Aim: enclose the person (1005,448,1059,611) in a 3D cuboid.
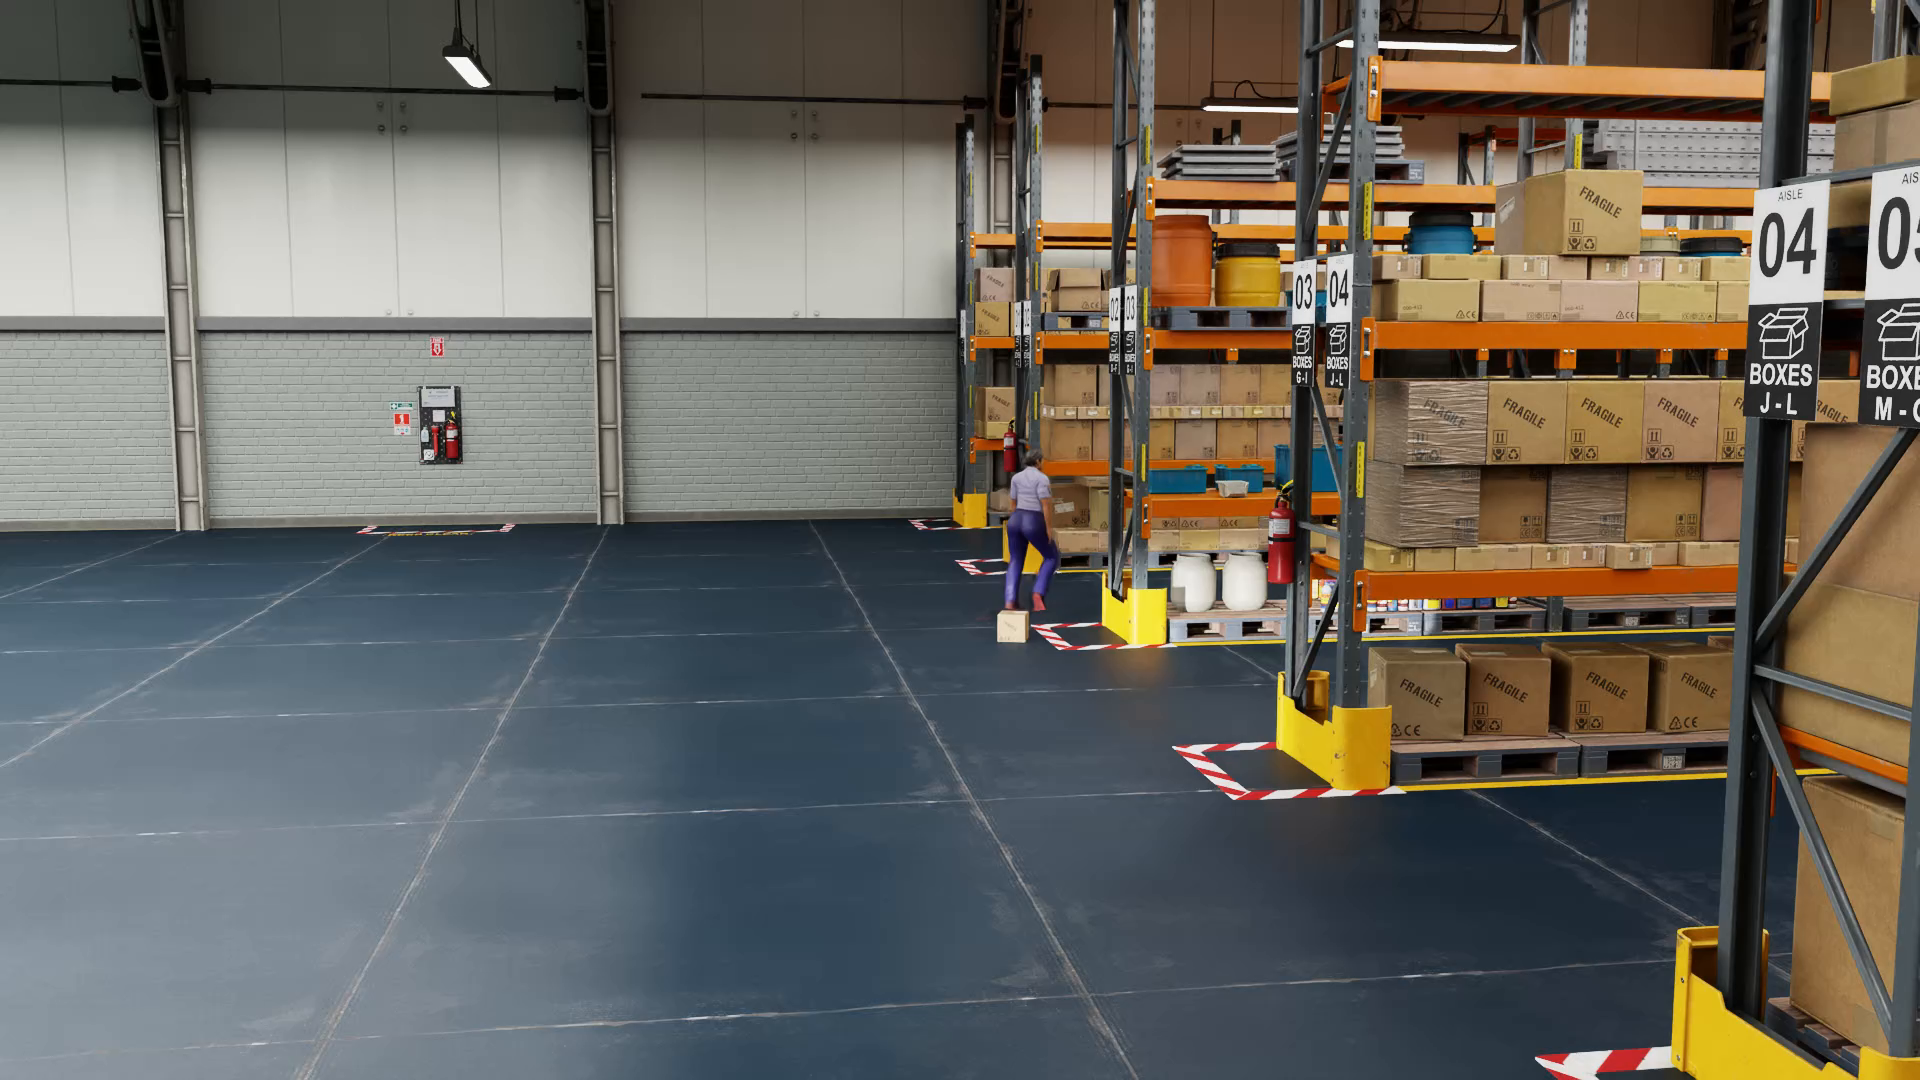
[{"bbox_3d":[0.721,-0.087,16.806,0.530,1.683,0.509,4,8,31],"label":"person"}]
